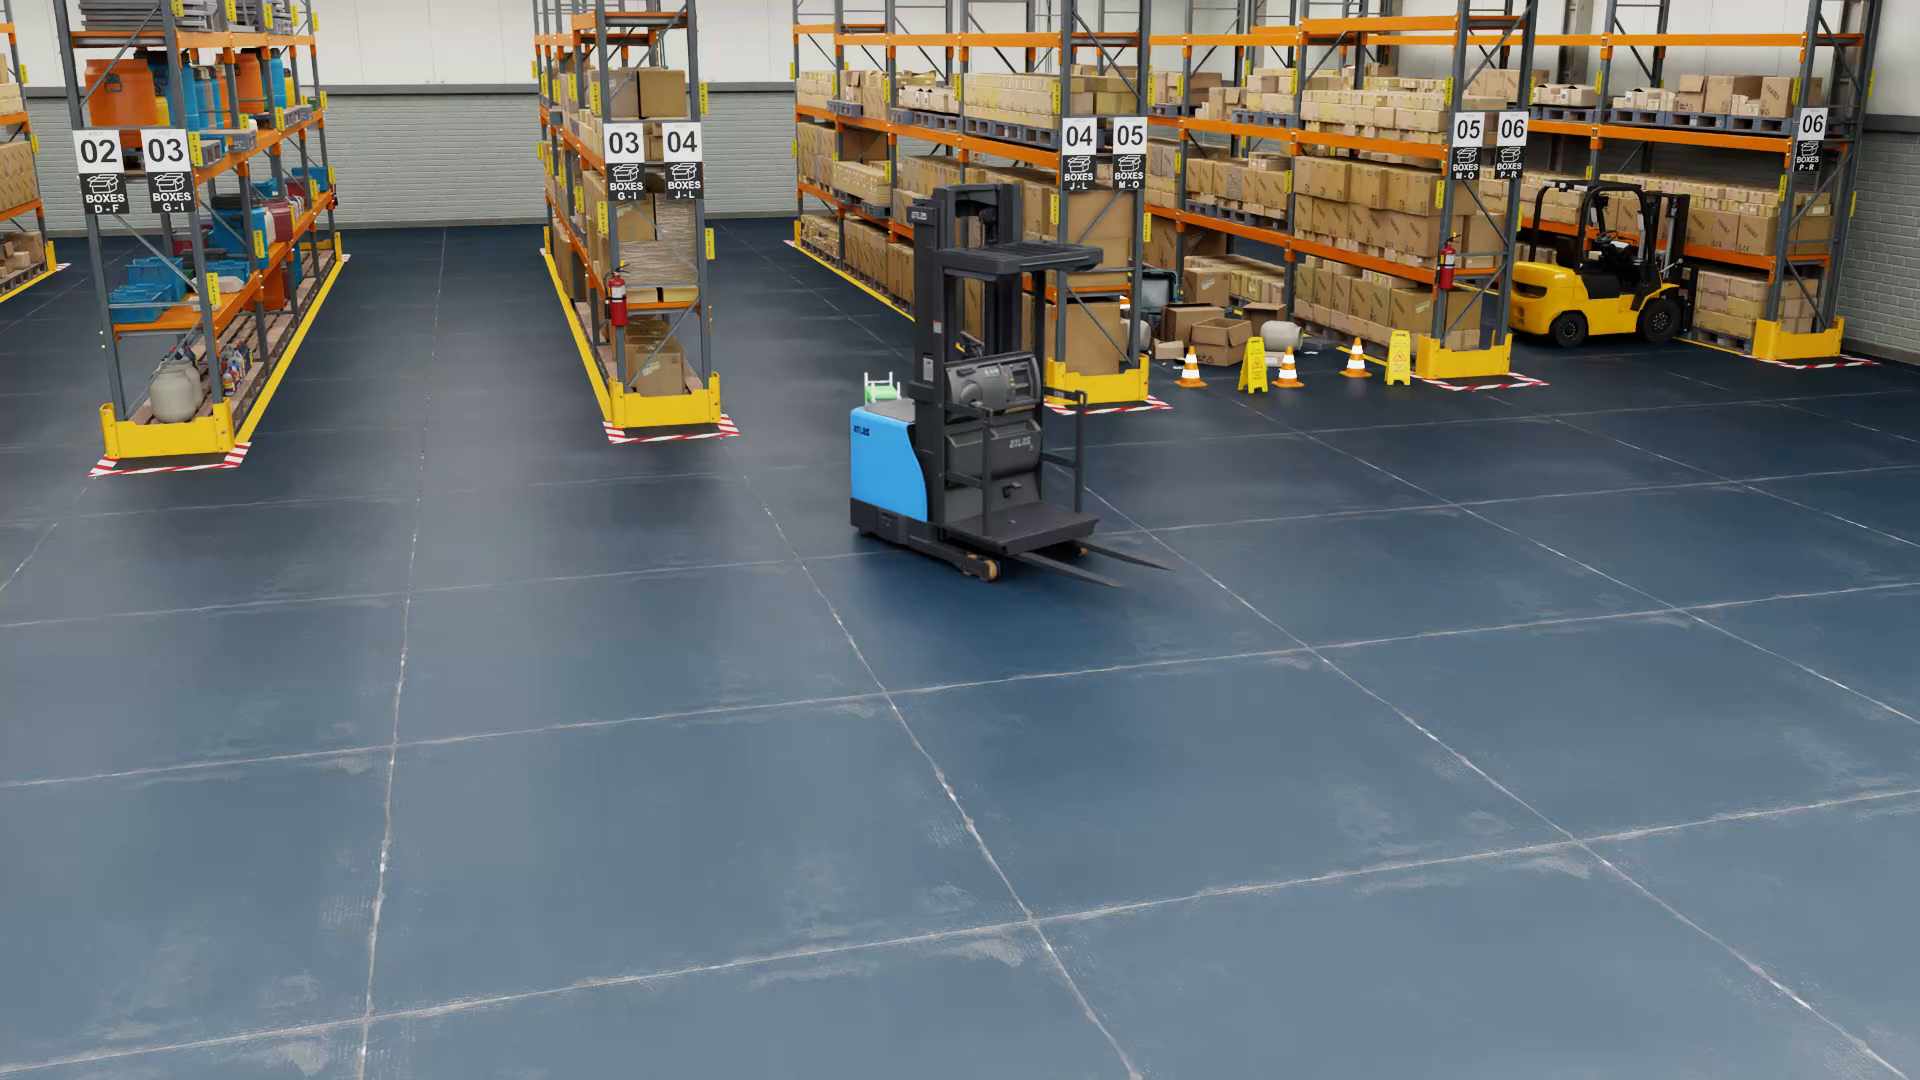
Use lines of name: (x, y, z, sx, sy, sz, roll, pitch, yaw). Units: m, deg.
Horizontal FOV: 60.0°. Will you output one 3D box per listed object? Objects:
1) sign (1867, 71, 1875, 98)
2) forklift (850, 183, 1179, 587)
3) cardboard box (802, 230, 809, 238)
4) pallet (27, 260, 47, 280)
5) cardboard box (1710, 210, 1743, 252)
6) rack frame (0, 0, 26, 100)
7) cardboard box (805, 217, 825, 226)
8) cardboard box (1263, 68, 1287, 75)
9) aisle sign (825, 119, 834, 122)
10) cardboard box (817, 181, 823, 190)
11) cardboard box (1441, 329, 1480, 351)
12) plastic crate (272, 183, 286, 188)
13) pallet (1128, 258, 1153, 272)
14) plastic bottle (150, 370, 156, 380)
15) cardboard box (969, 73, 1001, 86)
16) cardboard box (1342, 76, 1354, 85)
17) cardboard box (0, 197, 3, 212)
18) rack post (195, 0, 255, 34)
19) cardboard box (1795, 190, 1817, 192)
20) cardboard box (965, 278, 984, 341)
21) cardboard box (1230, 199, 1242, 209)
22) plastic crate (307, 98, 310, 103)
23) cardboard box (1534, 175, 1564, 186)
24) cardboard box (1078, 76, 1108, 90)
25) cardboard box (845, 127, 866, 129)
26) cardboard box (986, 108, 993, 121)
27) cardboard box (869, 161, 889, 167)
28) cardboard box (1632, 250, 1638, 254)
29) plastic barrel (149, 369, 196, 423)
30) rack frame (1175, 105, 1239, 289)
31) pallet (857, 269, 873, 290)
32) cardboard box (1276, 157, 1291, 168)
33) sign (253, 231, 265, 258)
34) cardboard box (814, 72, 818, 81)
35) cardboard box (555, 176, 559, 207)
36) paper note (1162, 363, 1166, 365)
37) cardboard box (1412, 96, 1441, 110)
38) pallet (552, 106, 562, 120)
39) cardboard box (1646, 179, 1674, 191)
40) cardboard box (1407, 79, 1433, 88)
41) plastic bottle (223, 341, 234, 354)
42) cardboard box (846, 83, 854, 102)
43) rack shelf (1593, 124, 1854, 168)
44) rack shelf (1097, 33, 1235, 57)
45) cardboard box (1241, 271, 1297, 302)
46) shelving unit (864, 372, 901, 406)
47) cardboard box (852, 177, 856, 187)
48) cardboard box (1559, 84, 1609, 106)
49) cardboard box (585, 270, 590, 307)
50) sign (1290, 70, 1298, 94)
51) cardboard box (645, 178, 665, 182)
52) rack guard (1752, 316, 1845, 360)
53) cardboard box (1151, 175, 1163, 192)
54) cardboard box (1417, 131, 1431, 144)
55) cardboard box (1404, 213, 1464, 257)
sign: (11.631, -5.825, 21.260, 0.100, 0.325, 0.005, -5, 17, -15)
forklift: (0.407, -1.245, 13.002, 1.130, 2.935, 3.031, -14, 22, -38)
cardboard box: (-2.969, -6.169, 33.499, 0.380, 0.149, 0.250, -4, 17, -14)
pallet: (-16.887, -4.780, 29.497, 1.003, 0.211, 1.213, -5, 17, -15)
cardboard box: (10.574, -4.198, 22.538, 0.500, 0.500, 0.500, -4, 17, -14)
rack frame: (-17.128, -9.230, 29.037, 1.000, 3.000, 0.127, -5, 17, -15)
cardboard box: (-2.850, -6.305, 32.921, 0.380, 0.149, 0.250, -5, 17, -15)
cardboard box: (6.700, -9.778, 34.949, 0.500, 0.250, 0.500, -5, 17, -16)
aisle sign: (-2.537, -8.792, 33.488, 0.394, 0.787, 0.004, -5, 17, -15)
cardboard box: (-2.508, -6.764, 31.691, 0.380, 0.149, 0.250, -4, 17, -14)
cardboard box: (6.368, -2.626, 21.529, 0.500, 0.250, 0.500, -5, 17, -16)
plastic crate: (-12.251, -6.237, 29.689, 0.416, 0.233, 0.300, -5, 17, -15)
pallet: (3.649, -4.935, 30.014, 1.003, 0.211, 1.213, -5, 17, -15)
plastic bottle: (-8.943, -1.736, 18.473, 0.061, 0.283, 0.133, -4, 17, -14)
cardboard box: (0.337, -5.933, 21.422, 0.380, 0.149, 0.250, -5, 17, -16)
cardboard box: (7.458, -8.800, 31.835, 0.380, 0.149, 0.250, -4, 17, -14)
cardboard box: (-16.050, -5.602, 27.214, 0.500, 0.500, 0.500, -4, 17, -14)
rack post: (-9.690, -6.935, 21.049, 1.013, 1.000, 3.121, -5, 17, -15)
cardboard box: (11.196, -4.579, 22.165, 0.380, 0.149, 0.250, -4, 17, -13)
cardboard box: (0.598, -3.188, 22.314, 0.875, 0.875, 0.875, -4, 17, -14)
cardboard box: (4.433, -5.235, 25.872, 0.380, 0.149, 0.250, -4, 17, -14)
plastic crate: (-11.342, -7.380, 28.320, 0.497, 0.269, 0.590, -5, 17, -15)
cardboard box: (9.372, -5.713, 26.457, 0.380, 0.149, 0.250, -5, 17, -17)
cardboard box: (1.599, -5.352, 19.488, 0.380, 0.149, 0.250, -5, 17, -15)
cardboard box: (-1.861, -7.494, 31.257, 0.500, 0.500, 0.500, -4, 17, -14)
cardboard box: (0.548, -5.340, 20.835, 0.380, 0.149, 0.250, -5, 17, -16)
cardboard box: (-1.408, -6.667, 29.605, 0.380, 0.149, 0.250, -4, 17, -13)
cardboard box: (10.317, -4.239, 25.161, 0.500, 0.250, 0.500, -4, 17, -14)
plastic barrel: (-8.221, -1.507, 17.350, 0.421, 0.512, 0.421, 0, 17, 0)
rack frame: (4.125, -5.709, 27.745, 1.000, 3.000, 0.127, -5, 17, -15)
pallet: (-1.151, -4.508, 28.592, 1.003, 0.211, 1.213, -5, 17, -15)
cardboard box: (5.038, -5.756, 25.350, 0.380, 0.149, 0.250, -4, 17, -12)
sign: (-8.534, -3.601, 20.245, 0.100, 0.325, 0.005, -5, 17, -15)
cardboard box: (-2.524, -8.681, 31.122, 0.380, 0.149, 0.250, -5, 17, -16)
cardboard box: (-6.616, -5.933, 28.317, 0.500, 0.500, 0.500, -5, 17, -15)
paper note: (2.644, -2.283, 21.534, 0.032, 0.001, 0.123, 4, 17, 13)
cardboard box: (5.825, -5.408, 20.580, 0.380, 0.149, 0.250, -5, 17, -16)
pallet: (-5.941, -6.755, 26.341, 1.003, 0.211, 1.213, -4, 17, -13)
cardboard box: (10.105, -5.102, 23.904, 0.380, 0.149, 0.250, -5, 17, -16)
cardboard box: (8.233, -8.162, 29.747, 0.380, 0.149, 0.250, -5, 17, -16)
plastic bottle: (-8.751, -2.203, 19.913, 0.144, 0.351, 0.185, -5, 17, -15)
cardboard box: (-1.666, -7.732, 28.688, 0.500, 0.311, 0.500, -5, 17, -16)
rack shelf: (10.546, -5.535, 23.202, 1.077, 0.370, 4.000, -5, 17, -15)
rack shelf: (3.576, -8.600, 28.885, 1.077, 0.370, 4.000, -5, 17, -15)
cardboard box: (4.877, -3.889, 25.523, 0.950, 0.372, 0.625, -4, 17, -12)
shelving unit: (-0.677, -0.841, 14.655, 0.258, 1.200, 0.503, -3, 16, -10)
cardboard box: (-1.608, -6.042, 28.042, 0.380, 0.149, 0.250, -5, 17, -16)
cardboard box: (9.563, -6.820, 25.481, 0.500, 0.311, 0.500, -5, 18, -17)
cardboard box: (-5.200, -3.756, 24.822, 0.700, 0.500, 0.500, -6, 18, -18)
sign: (4.692, -6.431, 23.350, 0.100, 0.325, 0.005, -5, 17, -15)
cardboard box: (-3.506, -3.971, 19.529, 0.500, 0.500, 0.500, -5, 17, -15)
rack guard: (11.102, -2.686, 22.026, 1.175, 0.500, 0.348, -5, 17, -15)
cardboard box: (3.603, -6.132, 28.545, 0.500, 0.250, 0.500, -5, 17, -17)
cardboard box: (5.857, -4.956, 20.458, 0.380, 0.149, 0.250, -5, 17, -15)
cardboard box: (5.910, -3.815, 20.749, 0.500, 0.500, 0.500, -5, 17, -16)
